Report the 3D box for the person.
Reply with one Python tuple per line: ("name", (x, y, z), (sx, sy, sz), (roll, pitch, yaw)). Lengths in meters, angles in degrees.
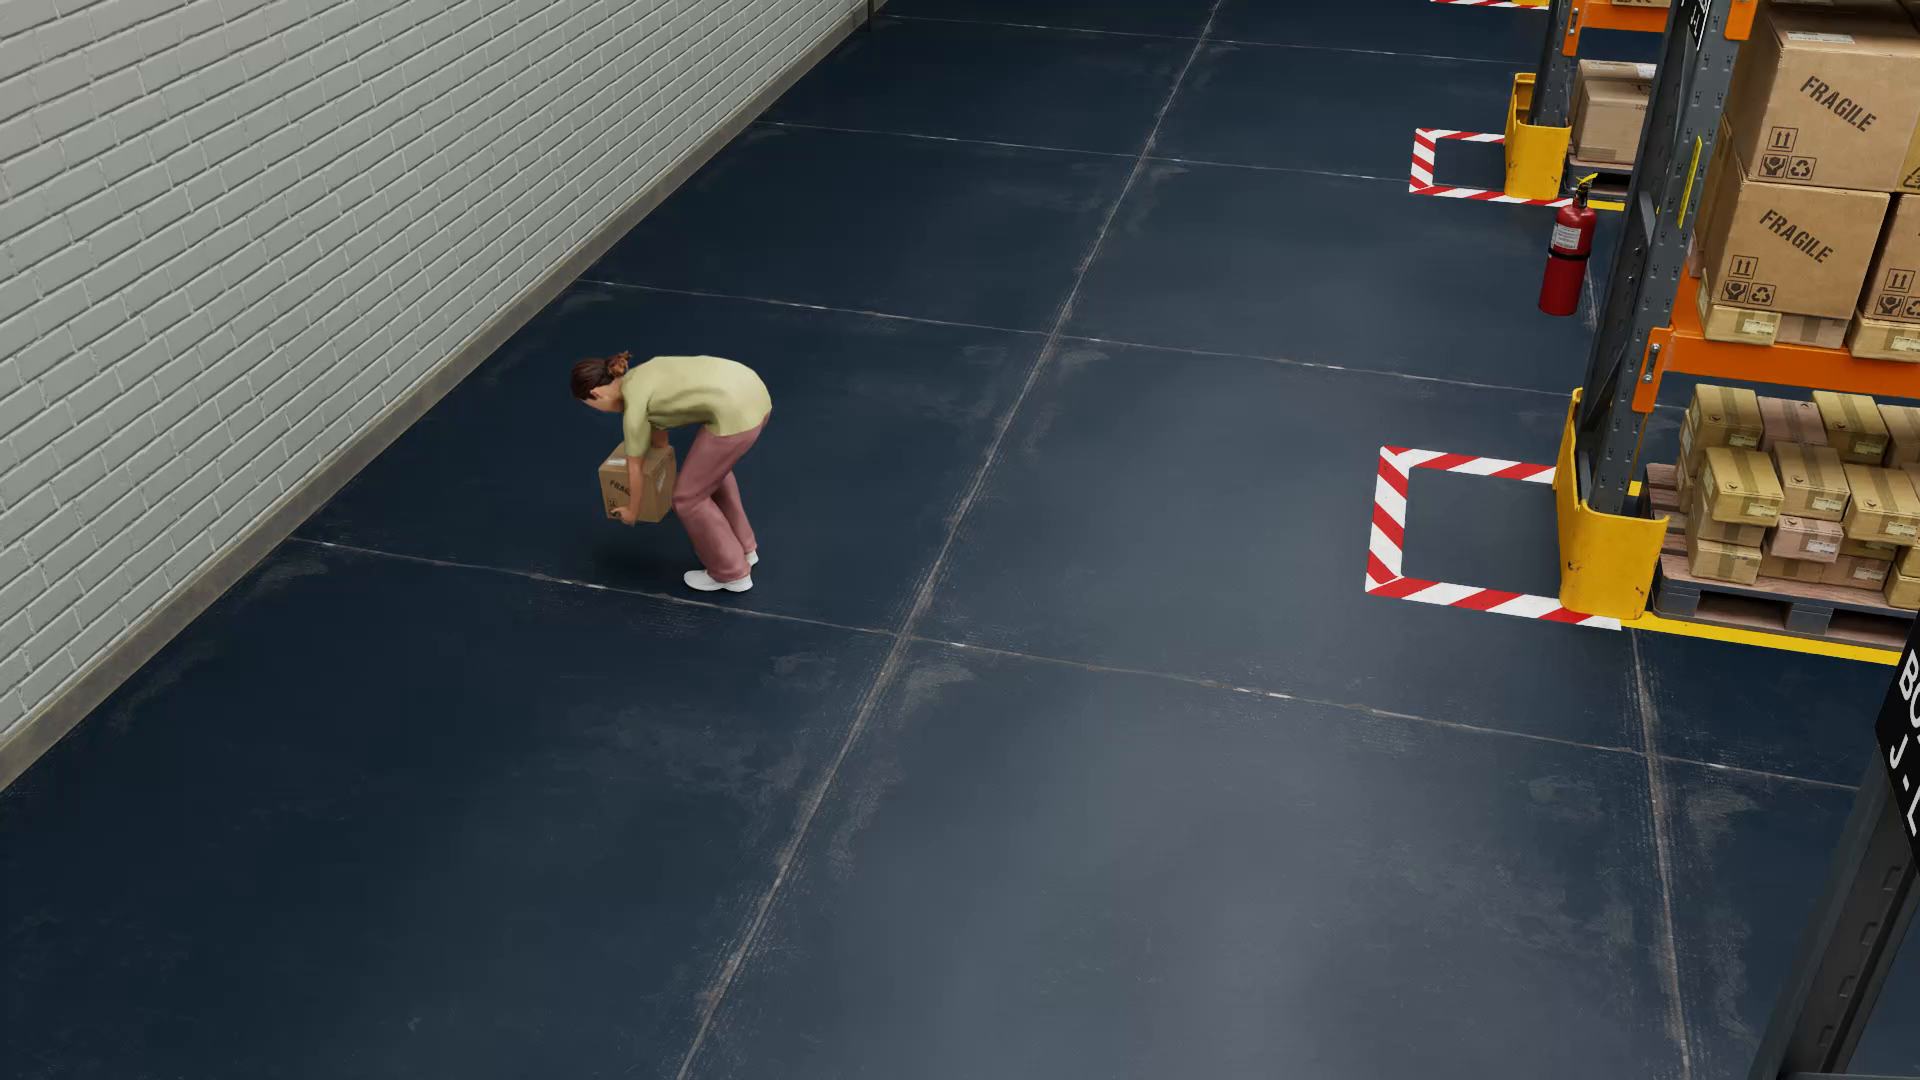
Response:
("person", (-1.235, -0.319, 7.207), (0.872, 1.051, 0.428), (7, 34, 11))
